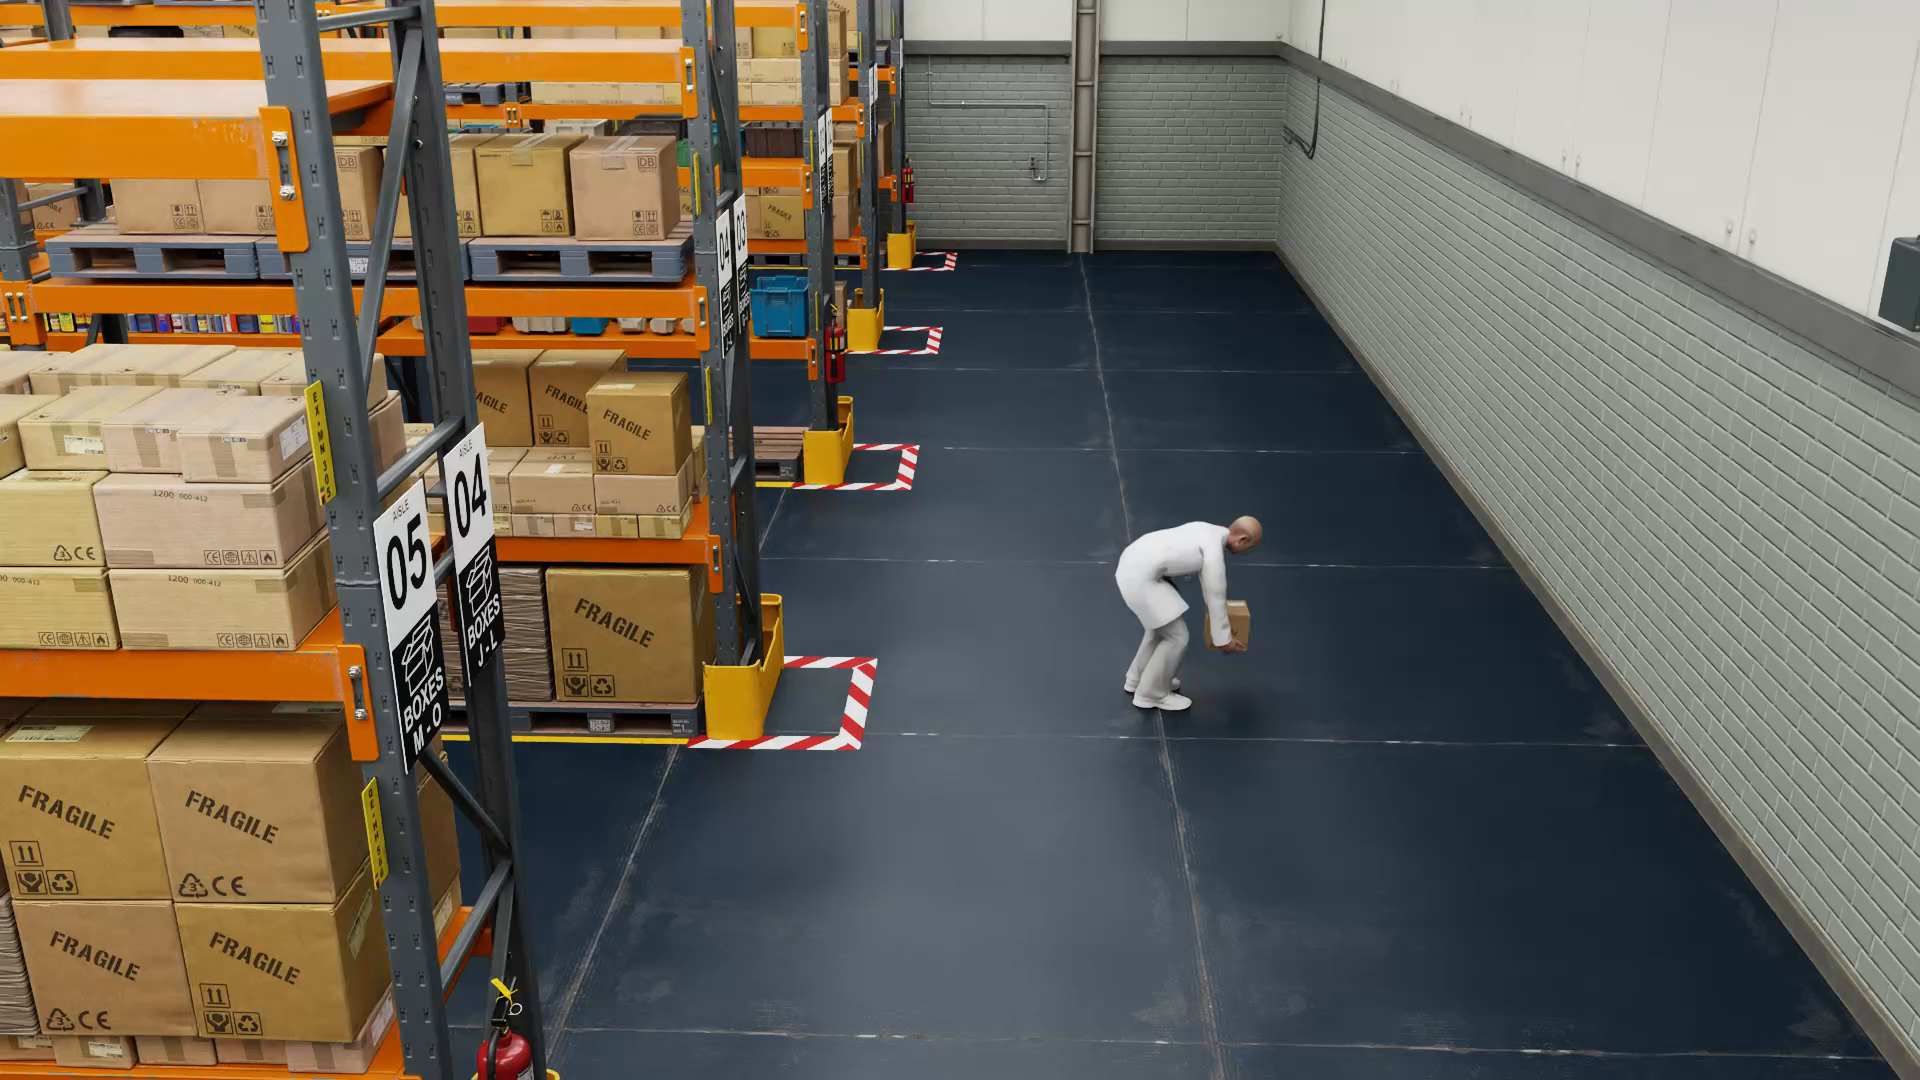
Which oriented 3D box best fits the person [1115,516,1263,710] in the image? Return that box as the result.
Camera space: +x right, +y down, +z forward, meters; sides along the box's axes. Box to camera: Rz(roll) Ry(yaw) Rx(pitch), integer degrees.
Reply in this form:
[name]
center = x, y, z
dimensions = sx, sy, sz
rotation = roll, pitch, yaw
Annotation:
[person]
center = 1.451, 0.461, 10.650
dimensions = 0.915, 1.229, 0.569
rotation = 0, 20, 0
